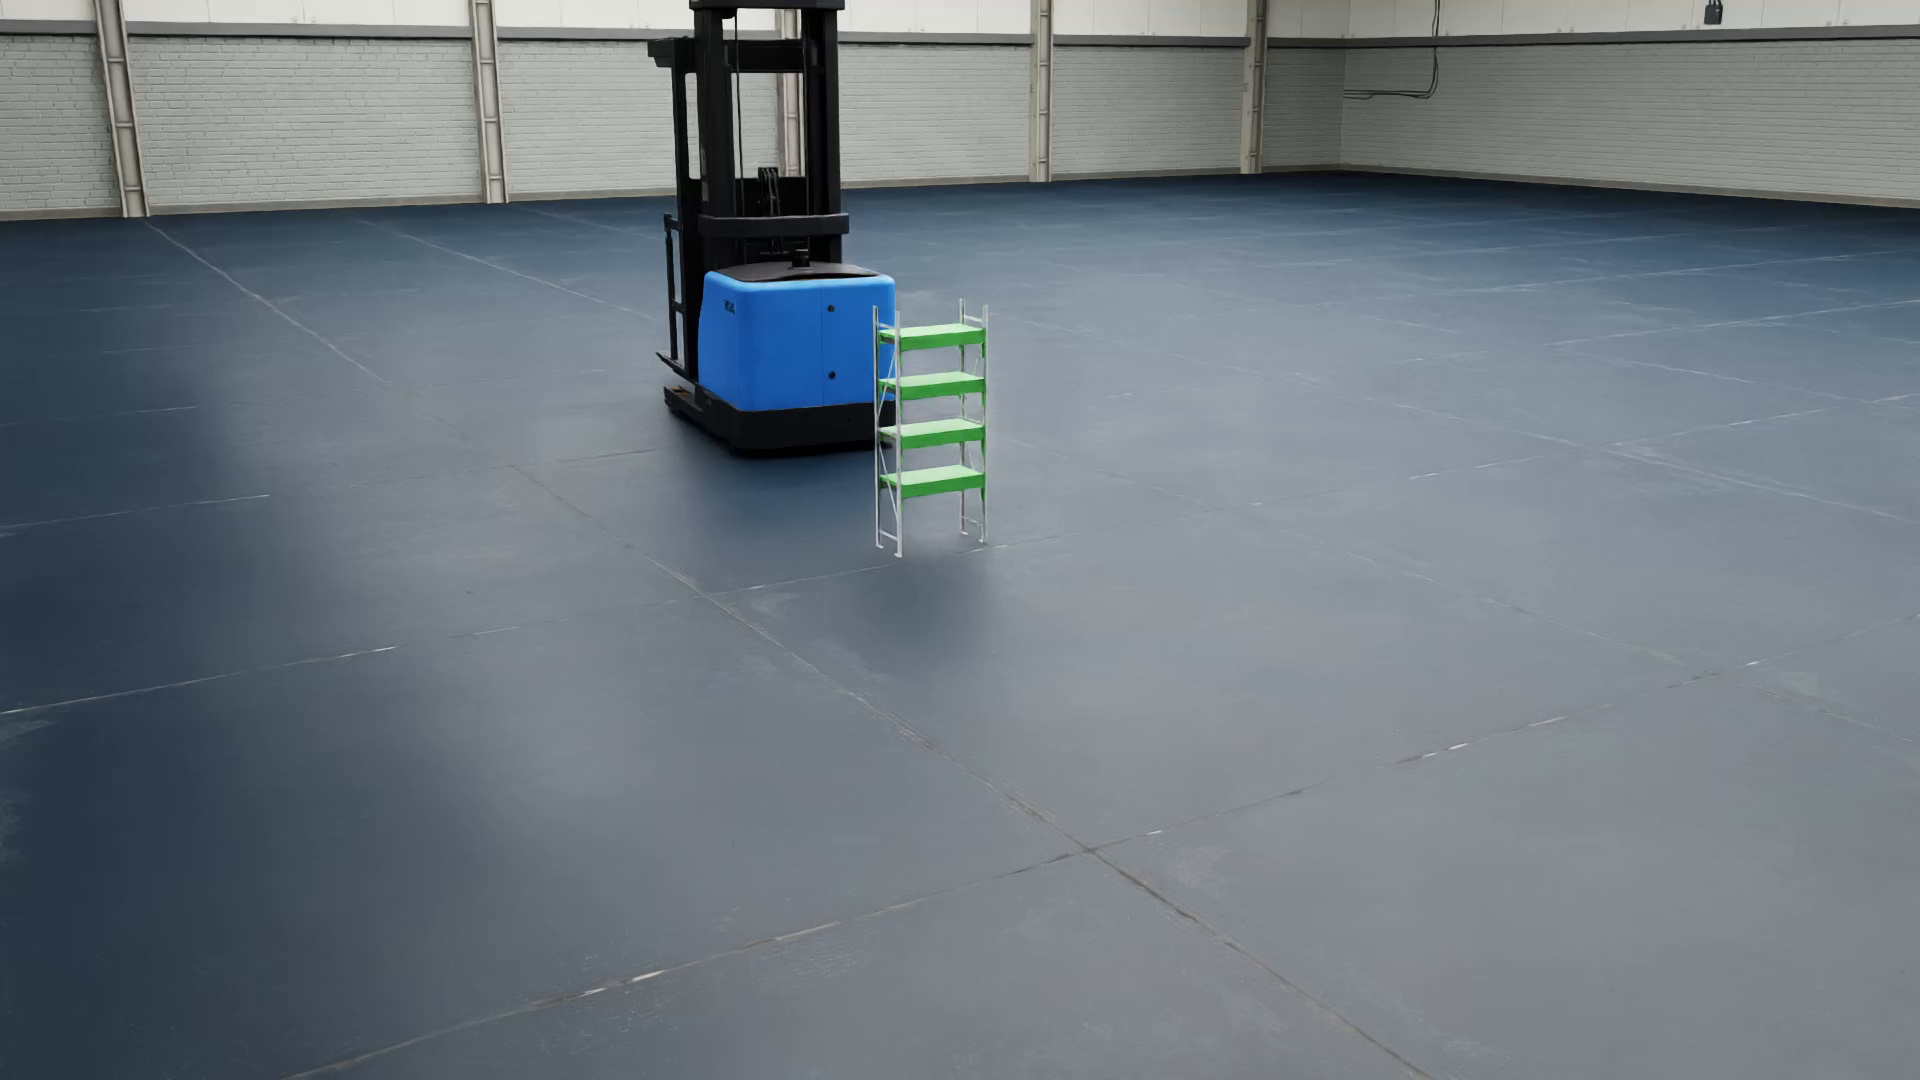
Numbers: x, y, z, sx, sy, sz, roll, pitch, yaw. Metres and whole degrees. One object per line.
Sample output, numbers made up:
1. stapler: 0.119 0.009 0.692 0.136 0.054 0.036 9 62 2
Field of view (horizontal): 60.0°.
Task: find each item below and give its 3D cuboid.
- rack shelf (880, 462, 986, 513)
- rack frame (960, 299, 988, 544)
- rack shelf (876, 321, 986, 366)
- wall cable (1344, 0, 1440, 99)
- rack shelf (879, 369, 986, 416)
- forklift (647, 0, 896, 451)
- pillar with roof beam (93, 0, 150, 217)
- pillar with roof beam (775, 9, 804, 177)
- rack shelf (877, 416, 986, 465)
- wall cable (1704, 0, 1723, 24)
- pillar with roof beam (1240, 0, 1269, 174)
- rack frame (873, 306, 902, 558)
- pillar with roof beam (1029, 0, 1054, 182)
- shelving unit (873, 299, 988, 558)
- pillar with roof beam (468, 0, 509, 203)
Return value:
1. rack shelf: -0.142 -0.262 8.269 0.480 0.148 0.258 -9 18 -30
2. rack frame: 0.067 -0.589 8.308 0.015 1.200 0.240 -9 18 -30
3. rack shelf: -0.142 -0.955 8.075 0.480 0.148 0.258 -9 18 -30
4. wall cable: 10.103 -11.651 39.076 0.112 2.526 3.097 -9 18 -30
5. rack shelf: -0.142 -0.724 8.139 0.480 0.148 0.258 -9 18 -30
6. forklift: -1.431 -2.312 11.248 1.130 2.935 3.031 -7 17 -22
7. pillar with roof beam: -11.459 -8.710 22.833 0.400 9.000 9.100 -9 18 -30
8. pillar with roof beam: -1.173 -10.379 28.783 0.400 9.000 9.100 -9 18 -30
9. rack shelf: -0.142 -0.493 8.204 0.480 0.148 0.258 -9 18 -30
10. wall cable: 14.978 -12.585 30.354 0.169 6.003 2.305 -9 18 -30
11. pillar with roof beam: 9.113 -12.047 34.734 0.400 9.000 9.100 -9 18 -30
12. rack frame: -0.351 -0.521 8.066 0.015 1.200 0.240 -9 18 -30
13. pillar with roof beam: 3.970 -11.213 31.759 0.400 9.000 9.100 -9 18 -30
14. shelving unit: -0.142 -0.555 8.187 0.503 1.200 0.258 -9 18 -30
15. pillar with roof beam: -6.316 -9.545 25.808 0.400 9.000 9.100 -9 18 -30
